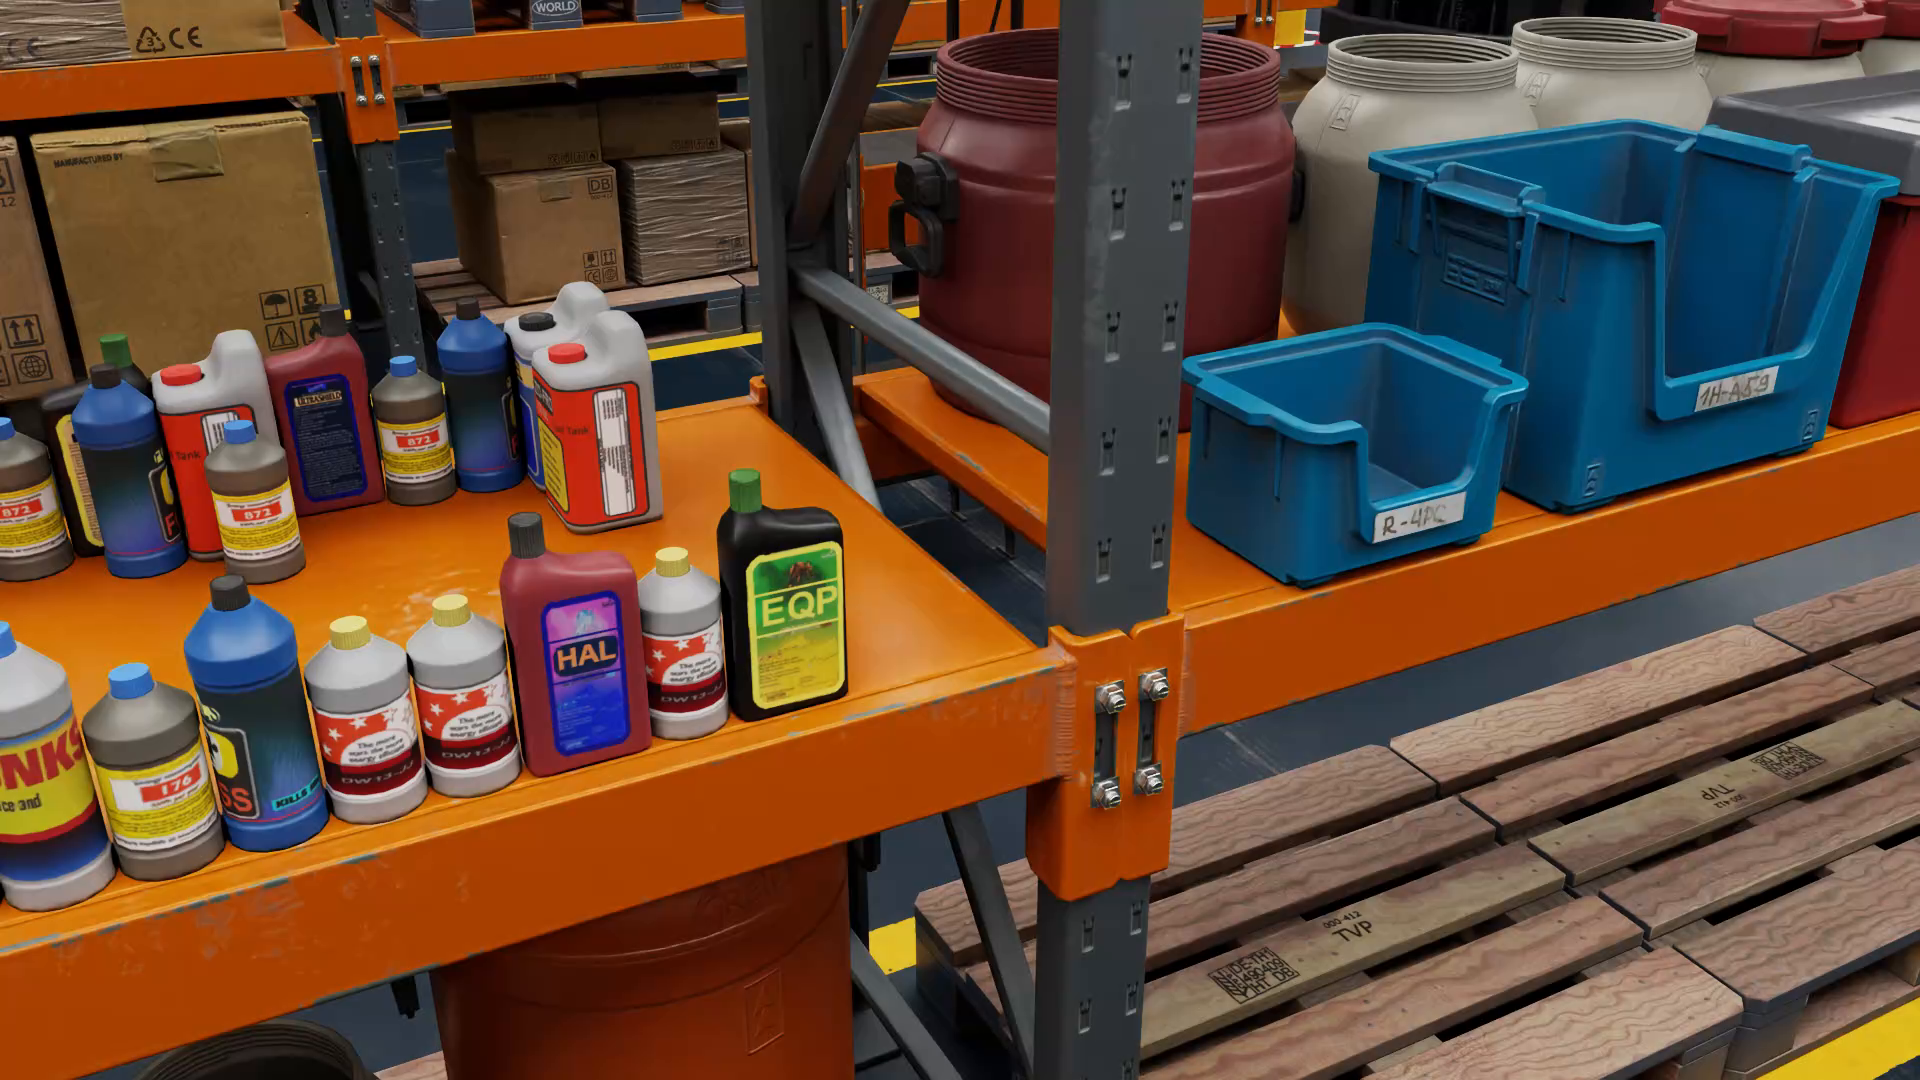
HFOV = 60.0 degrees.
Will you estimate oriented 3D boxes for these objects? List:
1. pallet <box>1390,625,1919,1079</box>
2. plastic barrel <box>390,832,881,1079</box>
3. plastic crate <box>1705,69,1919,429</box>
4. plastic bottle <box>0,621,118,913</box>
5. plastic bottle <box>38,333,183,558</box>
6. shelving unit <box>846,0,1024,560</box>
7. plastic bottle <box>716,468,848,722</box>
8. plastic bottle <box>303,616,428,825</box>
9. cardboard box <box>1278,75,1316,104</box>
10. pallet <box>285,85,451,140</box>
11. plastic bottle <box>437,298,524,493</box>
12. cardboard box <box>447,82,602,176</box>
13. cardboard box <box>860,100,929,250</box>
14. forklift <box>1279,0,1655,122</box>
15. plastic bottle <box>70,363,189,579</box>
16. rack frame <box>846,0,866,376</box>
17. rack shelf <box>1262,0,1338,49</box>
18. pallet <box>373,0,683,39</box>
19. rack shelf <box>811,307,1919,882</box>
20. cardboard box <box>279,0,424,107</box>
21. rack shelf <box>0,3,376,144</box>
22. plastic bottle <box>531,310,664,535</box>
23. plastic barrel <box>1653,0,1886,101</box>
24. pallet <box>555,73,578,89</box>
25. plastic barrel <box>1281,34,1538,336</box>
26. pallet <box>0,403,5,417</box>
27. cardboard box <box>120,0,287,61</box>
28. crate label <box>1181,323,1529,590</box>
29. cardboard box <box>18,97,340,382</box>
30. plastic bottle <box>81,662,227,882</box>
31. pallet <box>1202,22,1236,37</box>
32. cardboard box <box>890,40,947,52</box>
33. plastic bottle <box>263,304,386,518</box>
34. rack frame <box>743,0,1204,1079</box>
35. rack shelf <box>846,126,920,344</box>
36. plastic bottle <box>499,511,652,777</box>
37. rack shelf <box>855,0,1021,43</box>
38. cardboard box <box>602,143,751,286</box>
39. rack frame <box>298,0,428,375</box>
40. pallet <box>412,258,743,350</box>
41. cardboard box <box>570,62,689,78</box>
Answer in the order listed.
[{"bbox_3d":[1.740,0.621,3.712,1.213,0.211,1.003,-13,29,-25],"label":"pallet"},{"bbox_3d":[-0.460,0.649,2.455,0.708,0.830,0.600,-13,29,-25],"label":"plastic barrel"},{"bbox_3d":[1.533,-0.487,2.725,0.583,0.464,0.402,-13,29,-25],"label":"plastic crate"},{"bbox_3d":[-0.851,0.200,1.516,0.097,0.271,0.097,0,26,0],"label":"plastic bottle"},{"bbox_3d":[-1.119,-0.125,2.179,0.133,0.283,0.061,-13,29,-25],"label":"plastic bottle"},{"bbox_3d":[-0.146,-0.913,4.725,0.503,2.100,0.431,-13,29,-25],"label":"shelving unit"},{"bbox_3d":[-0.193,0.052,1.811,0.133,0.283,0.061,-13,29,-25],"label":"plastic bottle"},{"bbox_3d":[-0.593,0.172,1.655,0.097,0.201,0.097,0,26,0],"label":"plastic bottle"},{"bbox_3d":[1.534,-2.081,8.521,0.500,0.500,0.500,-14,29,-27],"label":"cardboard box"},{"bbox_3d":[-3.881,-2.927,11.103,1.213,0.211,1.003,-13,29,-25],"label":"pallet"},{"bbox_3d":[-0.686,-0.210,2.371,0.097,0.271,0.097,0,26,0],"label":"plastic bottle"},{"bbox_3d":[-1.790,-1.695,6.828,0.500,0.250,0.500,-12,28,-23],"label":"cardboard box"},{"bbox_3d":[-0.313,-1.703,7.711,0.500,0.500,0.700,-16,30,-29],"label":"cardboard box"},{"bbox_3d":[2.177,-2.017,6.065,3.031,2.935,1.130,-17,31,-31],"label":"forklift"},{"bbox_3d":[-1.066,-0.093,2.126,0.097,0.271,0.097,0,26,0],"label":"plastic bottle"},{"bbox_3d":[-0.361,-0.863,4.622,0.015,2.100,0.400,-13,29,-25],"label":"rack frame"},{"bbox_3d":[2.927,-3.035,8.937,4.000,0.370,1.077,-13,29,-25],"label":"rack shelf"},{"bbox_3d":[-1.789,-2.237,6.665,1.003,0.211,1.213,-13,29,-25],"label":"pallet"},{"bbox_3d":[1.728,-0.329,3.301,4.000,0.370,1.077,-13,29,-25],"label":"rack shelf"},{"bbox_3d":[-4.033,-3.317,10.808,0.750,0.750,1.050,-13,29,-26],"label":"cardboard box"},{"bbox_3d":[-4.132,-1.406,5.544,4.000,0.370,1.077,-13,29,-25],"label":"rack shelf"},{"bbox_3d":[-0.499,-0.167,2.276,0.135,0.276,0.152,-13,29,-25],"label":"plastic bottle"},{"bbox_3d":[1.516,-0.773,3.238,0.433,0.535,0.433,0,26,0],"label":"plastic barrel"},{"bbox_3d":[-2.806,-3.174,11.617,1.213,0.211,1.003,-13,29,-25],"label":"pallet"},{"bbox_3d":[0.770,-0.587,2.879,0.421,0.512,0.421,0,26,0],"label":"plastic barrel"},{"bbox_3d":[-4.174,-0.502,6.052,1.213,0.211,1.003,-13,29,-25],"label":"pallet"},{"bbox_3d":[-2.686,-1.988,5.808,0.500,0.500,0.500,-12,28,-24],"label":"cardboard box"},{"bbox_3d":[0.511,-0.113,2.214,0.416,0.233,0.303,-13,29,-25],"label":"crate label"},{"bbox_3d":[-2.986,-1.236,6.329,0.875,0.875,1.225,-14,29,-27],"label":"cardboard box"},{"bbox_3d":[-0.765,0.212,1.573,0.097,0.201,0.097,0,26,0],"label":"plastic bottle"},{"bbox_3d":[1.778,-4.232,13.821,1.213,0.211,1.003,-13,29,-25],"label":"pallet"},{"bbox_3d":[-0.495,-4.200,12.502,0.875,0.875,0.875,-13,28,-24],"label":"cardboard box"},{"bbox_3d":[-0.882,-0.179,2.292,0.133,0.283,0.061,-13,29,-25],"label":"plastic bottle"},{"bbox_3d":[-0.037,-0.246,2.297,0.127,3.000,1.000,-13,29,-25],"label":"rack frame"},{"bbox_3d":[-0.146,-0.901,4.731,0.480,0.518,0.431,-13,29,-25],"label":"rack shelf"},{"bbox_3d":[-0.397,0.099,1.713,0.133,0.283,0.061,-13,29,-25],"label":"plastic bottle"},{"bbox_3d":[-0.146,-1.532,4.428,0.480,0.518,0.431,-13,29,-25],"label":"rack shelf"},{"bbox_3d":[-1.302,-1.471,7.228,0.500,0.500,0.700,-16,30,-29],"label":"cardboard box"},{"bbox_3d":[-2.367,-2.138,6.237,0.127,3.000,1.000,-13,29,-25],"label":"rack frame"},{"bbox_3d":[-1.677,-1.039,7.170,1.213,0.211,1.003,-13,29,-25],"label":"pallet"},{"bbox_3d":[-2.441,-3.686,11.577,0.750,0.750,1.050,-13,29,-25],"label":"cardboard box"}]
